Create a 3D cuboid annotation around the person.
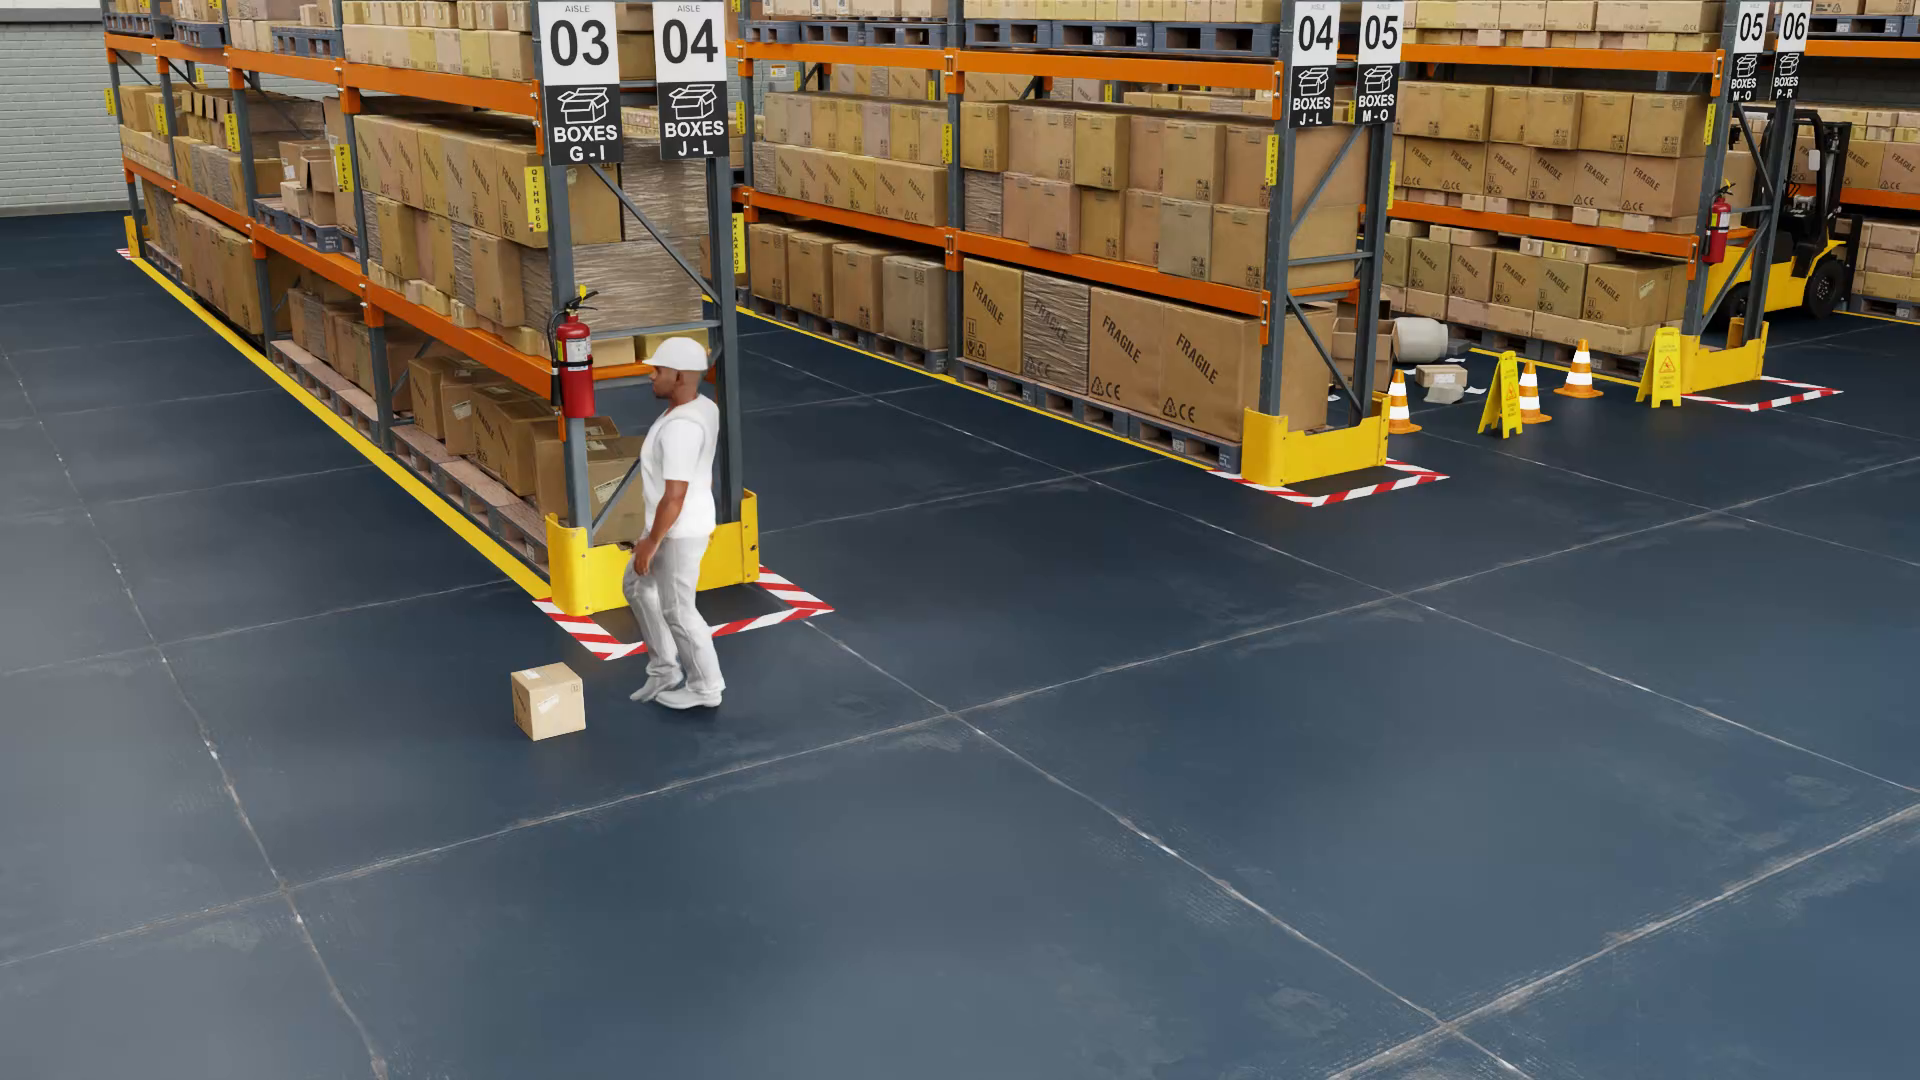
[{"bbox_3d":[-1.338,-0.029,7.645,0.495,1.814,0.627,-2,18,-6],"label":"person"}]
